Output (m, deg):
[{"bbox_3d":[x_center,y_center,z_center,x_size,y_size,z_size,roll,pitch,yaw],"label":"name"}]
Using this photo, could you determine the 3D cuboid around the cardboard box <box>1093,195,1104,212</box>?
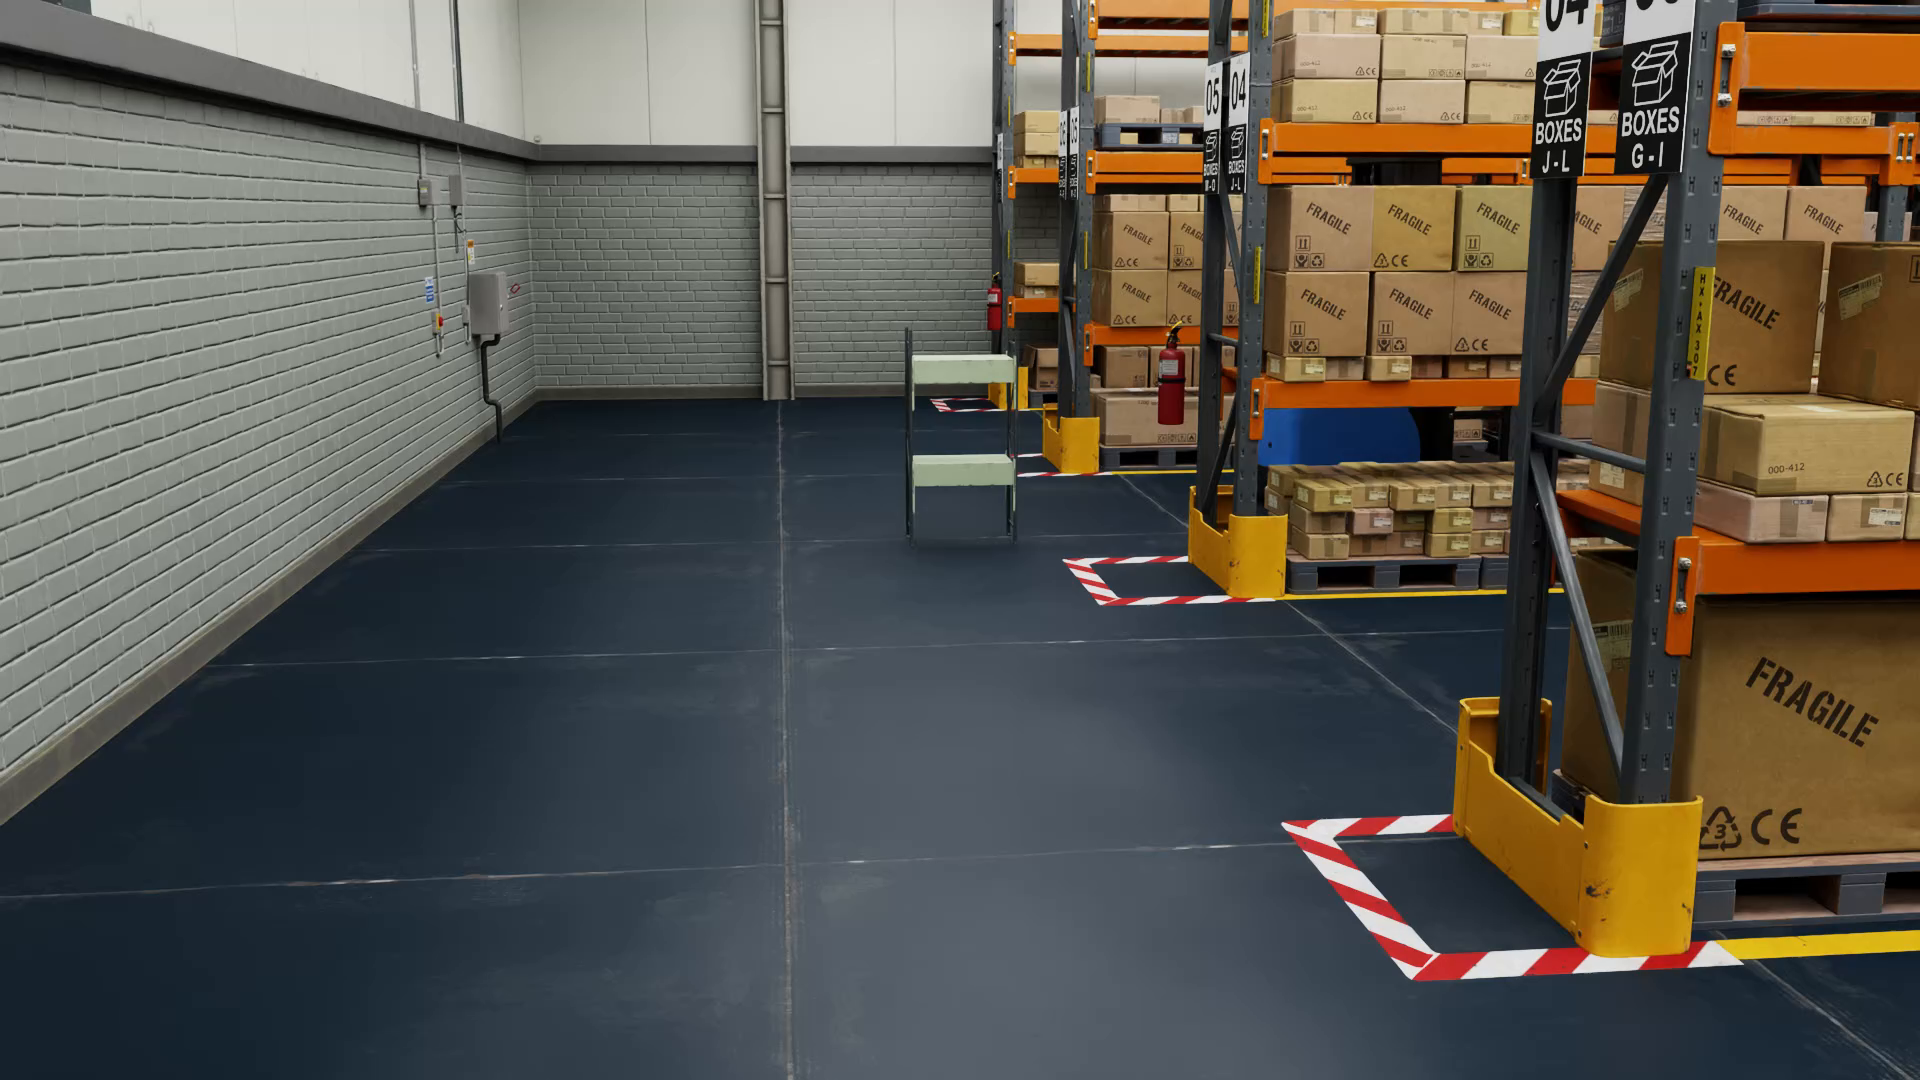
[{"bbox_3d":[1.379,-3.082,15.235,0.250,0.149,0.380,-1,11,-5],"label":"cardboard box"}]

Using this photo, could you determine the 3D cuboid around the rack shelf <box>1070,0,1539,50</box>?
[{"bbox_3d":[3.032,-4.614,14.911,4.000,0.370,1.077,-1,11,-6],"label":"rack shelf"}]

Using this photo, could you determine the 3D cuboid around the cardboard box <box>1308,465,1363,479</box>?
[{"bbox_3d":[2.434,-0.384,10.803,0.250,0.149,0.380,-1,11,-5],"label":"cardboard box"}]

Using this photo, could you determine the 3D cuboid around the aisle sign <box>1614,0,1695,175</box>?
[{"bbox_3d":[2.075,-1.494,4.952,0.004,0.787,0.394,-1,11,-6],"label":"aisle sign"}]

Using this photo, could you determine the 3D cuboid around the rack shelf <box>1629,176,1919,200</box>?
[{"bbox_3d":[10.446,-4.457,20.851,4.000,0.370,1.077,-1,11,-6],"label":"rack shelf"}]

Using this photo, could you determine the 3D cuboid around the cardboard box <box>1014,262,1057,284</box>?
[{"bbox_3d":[0.933,-3.263,20.305,0.500,0.250,0.500,-1,11,-4],"label":"cardboard box"}]

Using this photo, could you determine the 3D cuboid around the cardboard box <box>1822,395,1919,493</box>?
[{"bbox_3d":[3.137,-0.320,5.338,0.500,0.250,0.500,-1,11,-7],"label":"cardboard box"}]

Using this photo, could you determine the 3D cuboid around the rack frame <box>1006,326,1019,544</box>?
[{"bbox_3d":[0.371,-0.744,11.763,0.023,1.500,0.400,-1,11,-6],"label":"rack frame"}]

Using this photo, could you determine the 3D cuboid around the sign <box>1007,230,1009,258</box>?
[{"bbox_3d":[0.563,-3.450,19.399,0.005,0.325,0.100,-1,11,-6],"label":"sign"}]

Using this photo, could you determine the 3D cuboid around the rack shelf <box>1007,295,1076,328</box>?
[{"bbox_3d":[2.493,-2.818,20.293,4.000,0.370,1.077,-1,11,-6],"label":"rack shelf"}]

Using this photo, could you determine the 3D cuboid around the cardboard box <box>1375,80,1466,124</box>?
[{"bbox_3d":[2.677,-2.599,9.927,0.500,0.250,0.500,-1,11,-4],"label":"cardboard box"}]

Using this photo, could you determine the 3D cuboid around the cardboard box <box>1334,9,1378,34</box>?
[{"bbox_3d":[2.281,-3.035,9.812,0.250,0.149,0.380,-1,11,-4],"label":"cardboard box"}]

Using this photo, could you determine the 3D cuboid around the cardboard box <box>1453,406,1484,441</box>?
[{"bbox_3d":[4.385,-1.218,15.839,0.875,0.438,0.875,-1,11,-7],"label":"cardboard box"}]

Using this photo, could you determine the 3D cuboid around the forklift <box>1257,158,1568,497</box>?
[{"bbox_3d":[3.901,-1.766,13.253,3.031,2.935,1.130,-2,11,-12],"label":"forklift"}]

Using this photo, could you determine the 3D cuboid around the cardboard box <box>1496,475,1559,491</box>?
[{"bbox_3d":[3.543,-0.307,10.412,0.250,0.149,0.380,-1,11,-5],"label":"cardboard box"}]

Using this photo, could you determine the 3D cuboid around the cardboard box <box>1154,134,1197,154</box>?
[{"bbox_3d":[2.500,-4.669,19.682,0.500,0.250,0.500,-1,11,-7],"label":"cardboard box"}]

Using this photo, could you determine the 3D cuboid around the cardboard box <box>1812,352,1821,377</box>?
[{"bbox_3d":[5.153,-1.114,10.408,0.250,0.149,0.380,-2,11,-8],"label":"cardboard box"}]

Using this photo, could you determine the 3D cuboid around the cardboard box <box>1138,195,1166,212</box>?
[{"bbox_3d":[1.680,-3.009,14.866,0.250,0.149,0.380,-1,11,-5],"label":"cardboard box"}]

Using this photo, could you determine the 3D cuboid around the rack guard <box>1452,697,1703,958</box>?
[{"bbox_3d":[2.090,0.950,5.742,0.348,0.500,1.175,-1,11,-6],"label":"rack guard"}]

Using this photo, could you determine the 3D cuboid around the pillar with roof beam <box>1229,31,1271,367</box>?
[{"bbox_3d":[4.156,-5.489,16.463,0.400,9.000,9.100,-1,11,-6],"label":"pillar with roof beam"}]

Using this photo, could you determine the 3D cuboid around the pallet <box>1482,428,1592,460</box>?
[{"bbox_3d":[5.780,-0.923,16.018,1.213,0.211,1.003,-1,11,-6],"label":"pallet"}]

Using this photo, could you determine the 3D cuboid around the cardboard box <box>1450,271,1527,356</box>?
[{"bbox_3d":[3.173,-1.406,10.213,0.500,0.500,0.500,-1,11,-5],"label":"cardboard box"}]

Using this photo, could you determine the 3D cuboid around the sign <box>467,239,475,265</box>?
[{"bbox_3d":[-4.841,-2.852,16.459,0.001,0.242,0.339,-1,11,-6],"label":"sign"}]

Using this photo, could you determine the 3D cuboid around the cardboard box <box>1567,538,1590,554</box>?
[{"bbox_3d":[3.771,-0.022,10.507,0.250,0.149,0.380,-1,11,-6],"label":"cardboard box"}]

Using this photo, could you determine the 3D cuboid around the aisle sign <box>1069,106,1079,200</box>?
[{"bbox_3d":[1.004,-3.396,14.629,0.004,0.787,0.394,-1,11,-6],"label":"aisle sign"}]

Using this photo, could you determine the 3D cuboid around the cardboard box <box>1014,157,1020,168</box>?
[{"bbox_3d":[0.797,-4.529,20.006,0.250,0.149,0.380,-1,11,-5],"label":"cardboard box"}]

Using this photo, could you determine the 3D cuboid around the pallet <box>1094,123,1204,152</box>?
[{"bbox_3d":[1.780,-3.624,14.978,1.213,0.211,1.003,-1,11,-6],"label":"pallet"}]

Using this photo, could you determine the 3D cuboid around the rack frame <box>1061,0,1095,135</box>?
[{"bbox_3d":[1.044,-5.122,14.591,0.127,3.000,1.000,-1,11,-6],"label":"rack frame"}]

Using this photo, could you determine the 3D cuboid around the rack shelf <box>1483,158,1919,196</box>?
[{"bbox_3d":[7.009,-3.422,15.586,4.000,0.370,1.077,-1,11,-6],"label":"rack shelf"}]

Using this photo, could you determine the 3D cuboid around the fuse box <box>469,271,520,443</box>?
[{"bbox_3d":[-4.641,-1.830,16.739,0.414,1.711,0.539,-1,11,-6],"label":"fuse box"}]

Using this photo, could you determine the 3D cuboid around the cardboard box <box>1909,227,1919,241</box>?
[{"bbox_3d":[9.419,-2.808,16.258,0.500,0.500,0.500,-2,11,-8],"label":"cardboard box"}]

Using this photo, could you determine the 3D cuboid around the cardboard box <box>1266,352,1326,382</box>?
[{"bbox_3d":[2.036,-1.051,10.091,0.250,0.149,0.380,-1,11,-7],"label":"cardboard box"}]

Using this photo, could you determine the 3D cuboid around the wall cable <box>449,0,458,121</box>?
[{"bbox_3d":[-4.659,-5.093,14.448,0.029,3.000,2.355,-1,11,-6],"label":"wall cable"}]

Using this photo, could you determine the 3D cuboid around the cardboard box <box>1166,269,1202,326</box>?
[{"bbox_3d":[2.052,-2.198,15.012,0.500,0.500,0.500,-1,11,-7],"label":"cardboard box"}]

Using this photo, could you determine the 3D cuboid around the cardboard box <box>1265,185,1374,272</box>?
[{"bbox_3d":[2.154,-1.875,10.006,0.500,0.500,0.500,-1,11,-6],"label":"cardboard box"}]

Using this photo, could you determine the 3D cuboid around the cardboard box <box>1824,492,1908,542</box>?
[{"bbox_3d":[2.758,-0.104,5.272,0.250,0.149,0.380,-1,11,-7],"label":"cardboard box"}]

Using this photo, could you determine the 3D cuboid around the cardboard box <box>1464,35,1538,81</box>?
[{"bbox_3d":[3.166,-2.853,9.920,0.500,0.250,0.500,-1,11,-5],"label":"cardboard box"}]

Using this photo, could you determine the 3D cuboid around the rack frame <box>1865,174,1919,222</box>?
[{"bbox_3d":[8.997,-2.345,16.018,0.127,3.000,1.000,-1,11,-6],"label":"rack frame"}]

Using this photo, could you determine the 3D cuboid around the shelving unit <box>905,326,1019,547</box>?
[{"bbox_3d":[0.007,-0.736,11.724,0.755,1.500,0.431,-1,11,-6],"label":"shelving unit"}]

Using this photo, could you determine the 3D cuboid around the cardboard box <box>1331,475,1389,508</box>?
[{"bbox_3d":[2.498,-0.304,10.400,0.250,0.149,0.380,-1,11,-5],"label":"cardboard box"}]

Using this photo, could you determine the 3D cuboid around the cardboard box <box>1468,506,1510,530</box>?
[{"bbox_3d":[3.260,-0.171,10.491,0.250,0.149,0.380,-2,11,-9],"label":"cardboard box"}]

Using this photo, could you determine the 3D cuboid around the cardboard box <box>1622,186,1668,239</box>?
[{"bbox_3d":[4.194,-1.918,10.227,0.500,0.500,0.500,-1,11,-5],"label":"cardboard box"}]

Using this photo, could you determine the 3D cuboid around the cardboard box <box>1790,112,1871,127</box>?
[{"bbox_3d":[5.197,-2.650,10.186,0.500,0.250,0.500,-1,11,-5],"label":"cardboard box"}]

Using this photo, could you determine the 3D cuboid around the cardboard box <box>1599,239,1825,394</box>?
[{"bbox_3d":[2.570,-0.778,5.724,0.500,0.500,0.500,-1,11,-5],"label":"cardboard box"}]

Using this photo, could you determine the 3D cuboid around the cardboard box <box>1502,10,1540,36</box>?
[{"bbox_3d":[3.318,-3.044,9.860,0.250,0.149,0.380,-1,11,-4],"label":"cardboard box"}]

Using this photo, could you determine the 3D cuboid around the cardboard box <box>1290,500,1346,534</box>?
[{"bbox_3d":[2.228,-0.146,10.363,0.250,0.149,0.380,-1,11,-4],"label":"cardboard box"}]

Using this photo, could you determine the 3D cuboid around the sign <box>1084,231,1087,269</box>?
[{"bbox_3d":[1.098,-2.535,14.537,0.005,0.325,0.100,-1,11,-6],"label":"sign"}]

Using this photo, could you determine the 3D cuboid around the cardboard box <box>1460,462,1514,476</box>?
[{"bbox_3d":[3.477,-0.407,10.923,0.250,0.149,0.380,-2,11,-8],"label":"cardboard box"}]

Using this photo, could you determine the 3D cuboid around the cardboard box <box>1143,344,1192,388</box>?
[{"bbox_3d":[2.513,-2.106,20.196,0.500,0.500,0.500,-1,11,-5],"label":"cardboard box"}]

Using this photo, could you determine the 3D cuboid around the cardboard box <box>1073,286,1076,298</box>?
[{"bbox_3d":[1.366,-2.987,19.937,0.250,0.149,0.380,-1,11,-7],"label":"cardboard box"}]

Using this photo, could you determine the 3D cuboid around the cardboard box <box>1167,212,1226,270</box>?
[{"bbox_3d":[2.065,-2.685,14.899,0.500,0.500,0.500,-2,11,-8],"label":"cardboard box"}]

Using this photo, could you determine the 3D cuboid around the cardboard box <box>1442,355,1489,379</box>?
[{"bbox_3d":[3.073,-1.093,10.301,0.250,0.149,0.380,-1,11,-7],"label":"cardboard box"}]

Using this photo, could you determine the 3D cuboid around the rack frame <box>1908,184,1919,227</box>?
[{"bbox_3d":[12.434,-3.380,21.283,0.127,3.000,1.000,-1,11,-6],"label":"rack frame"}]

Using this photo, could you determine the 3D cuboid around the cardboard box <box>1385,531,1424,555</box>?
[{"bbox_3d":[2.732,-0.015,10.470,0.250,0.149,0.380,-1,11,-5],"label":"cardboard box"}]
